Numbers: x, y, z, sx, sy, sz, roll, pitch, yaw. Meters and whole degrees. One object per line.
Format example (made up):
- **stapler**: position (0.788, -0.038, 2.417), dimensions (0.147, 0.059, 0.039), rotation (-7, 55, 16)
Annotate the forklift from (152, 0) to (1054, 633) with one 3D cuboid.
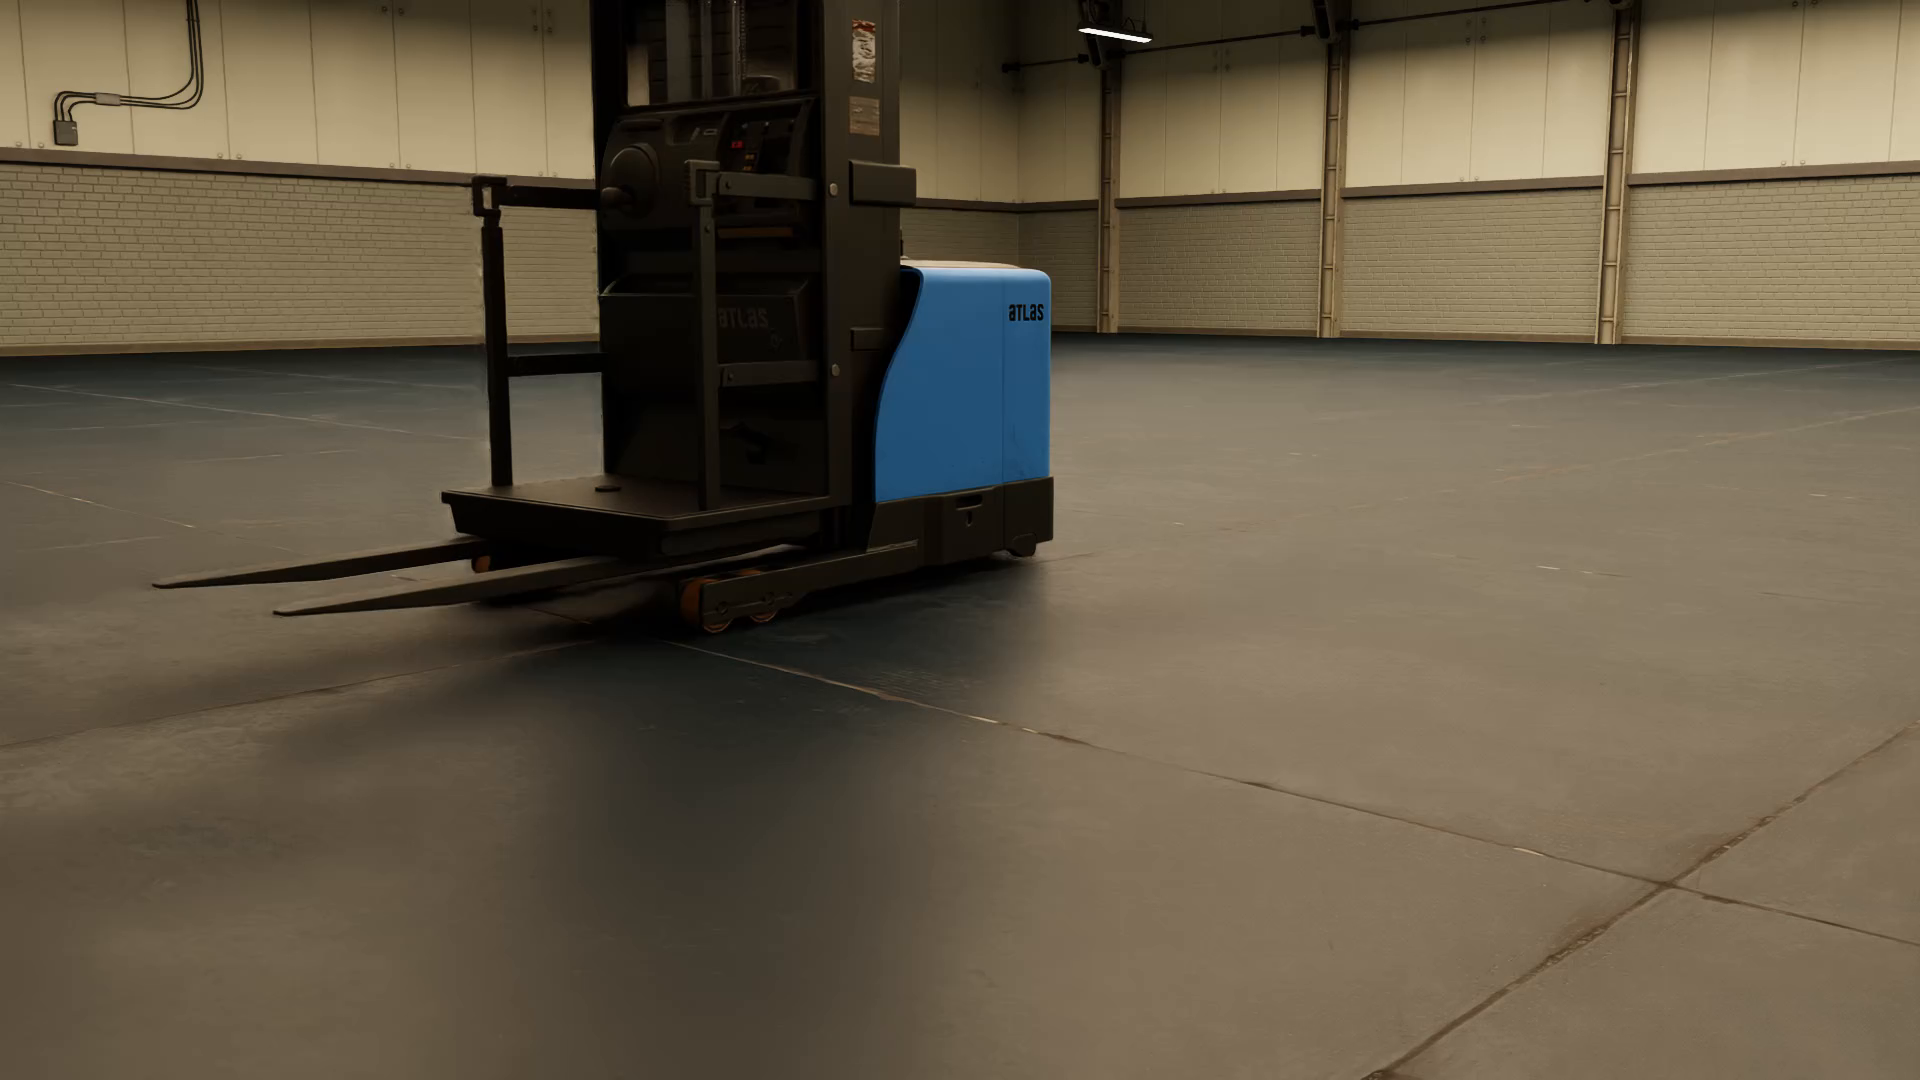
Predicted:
- **forklift**: position (-0.958, -1.257, 5.222), dimensions (1.130, 2.935, 3.031), rotation (7, 11, 38)
